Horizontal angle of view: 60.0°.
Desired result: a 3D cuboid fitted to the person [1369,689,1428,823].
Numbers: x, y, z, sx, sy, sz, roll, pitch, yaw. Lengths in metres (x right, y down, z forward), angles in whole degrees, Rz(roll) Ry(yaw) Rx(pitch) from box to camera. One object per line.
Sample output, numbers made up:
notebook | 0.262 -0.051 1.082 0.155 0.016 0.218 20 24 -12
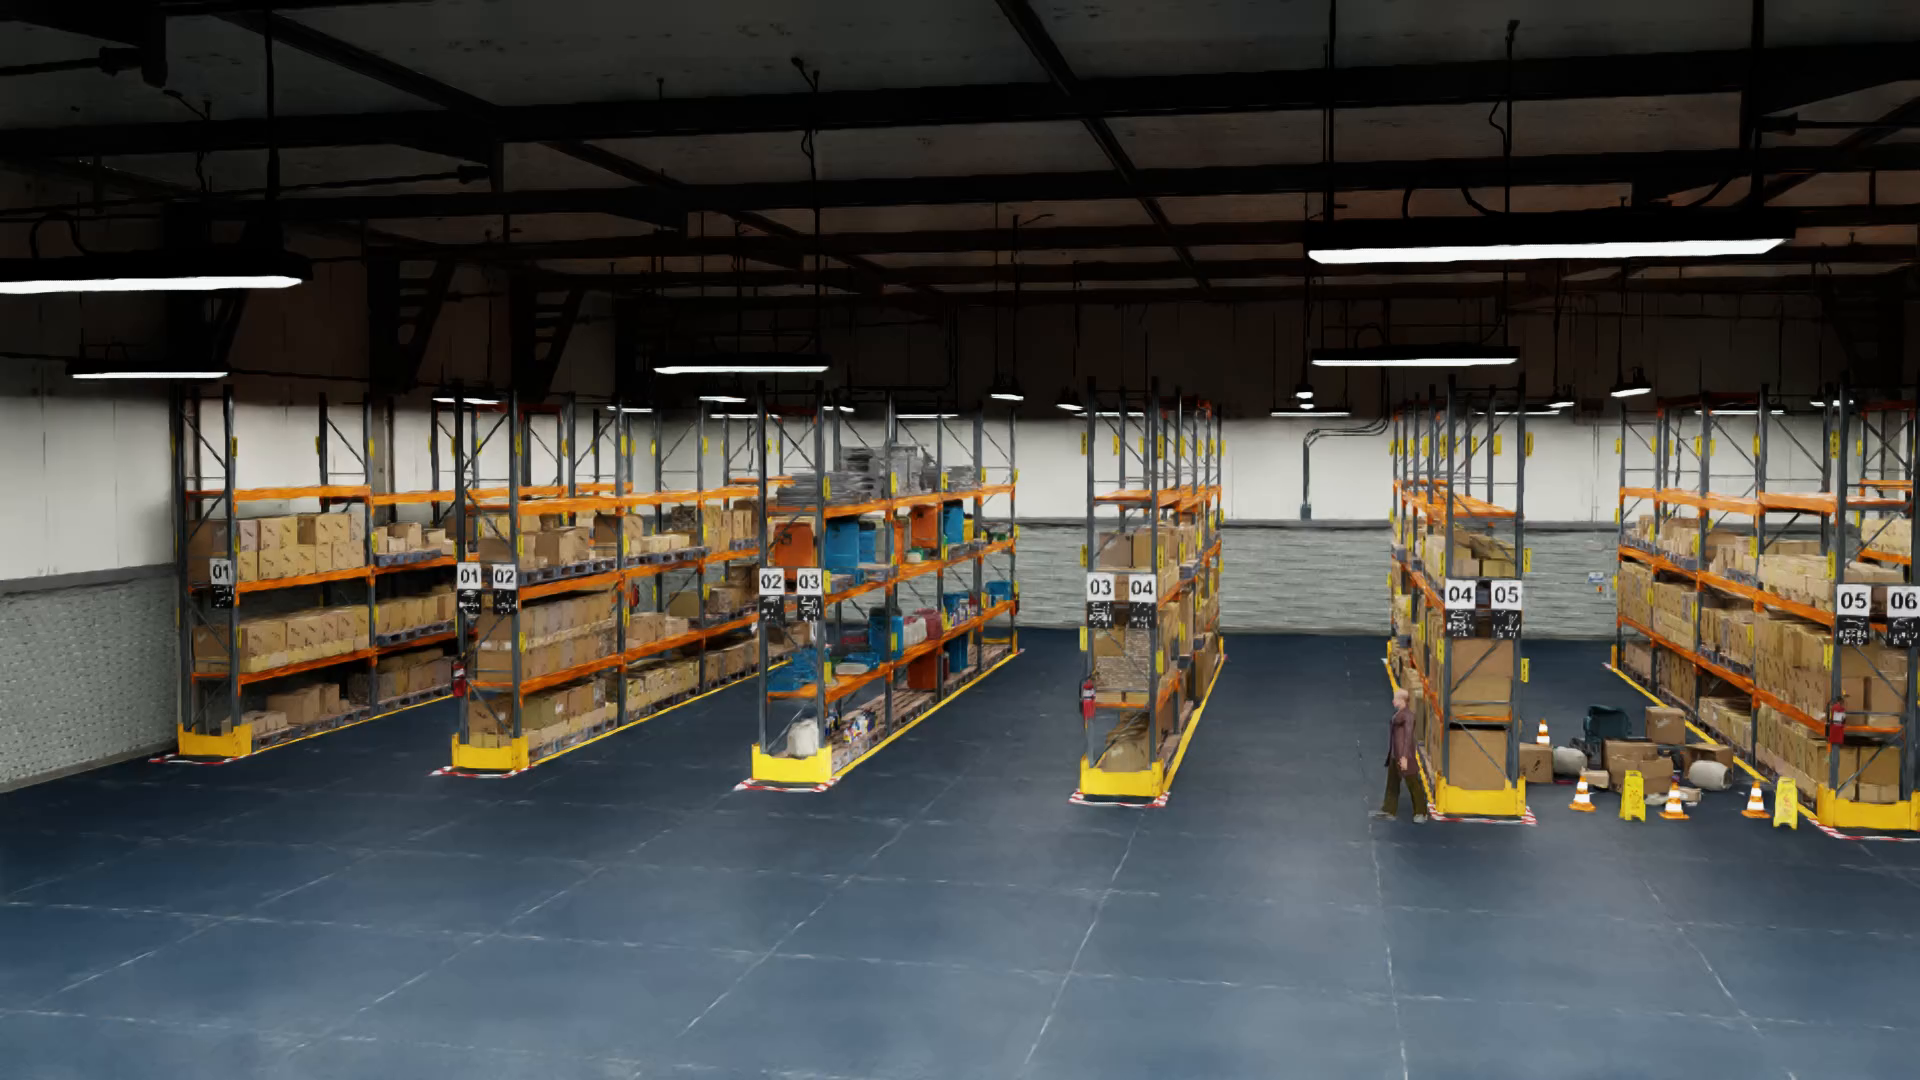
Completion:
person | 5.882 2.917 22.259 0.712 1.669 0.796 0 3 -2

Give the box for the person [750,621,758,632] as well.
person | -5.412 1.715 43.229 0.553 1.709 1.123 1 3 14

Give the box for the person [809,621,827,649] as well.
person | -3.051 2.133 35.451 0.447 1.770 0.569 -1 3 -12

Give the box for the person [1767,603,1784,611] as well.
person | 19.522 1.939 39.640 0.448 1.667 0.608 -1 3 -20
